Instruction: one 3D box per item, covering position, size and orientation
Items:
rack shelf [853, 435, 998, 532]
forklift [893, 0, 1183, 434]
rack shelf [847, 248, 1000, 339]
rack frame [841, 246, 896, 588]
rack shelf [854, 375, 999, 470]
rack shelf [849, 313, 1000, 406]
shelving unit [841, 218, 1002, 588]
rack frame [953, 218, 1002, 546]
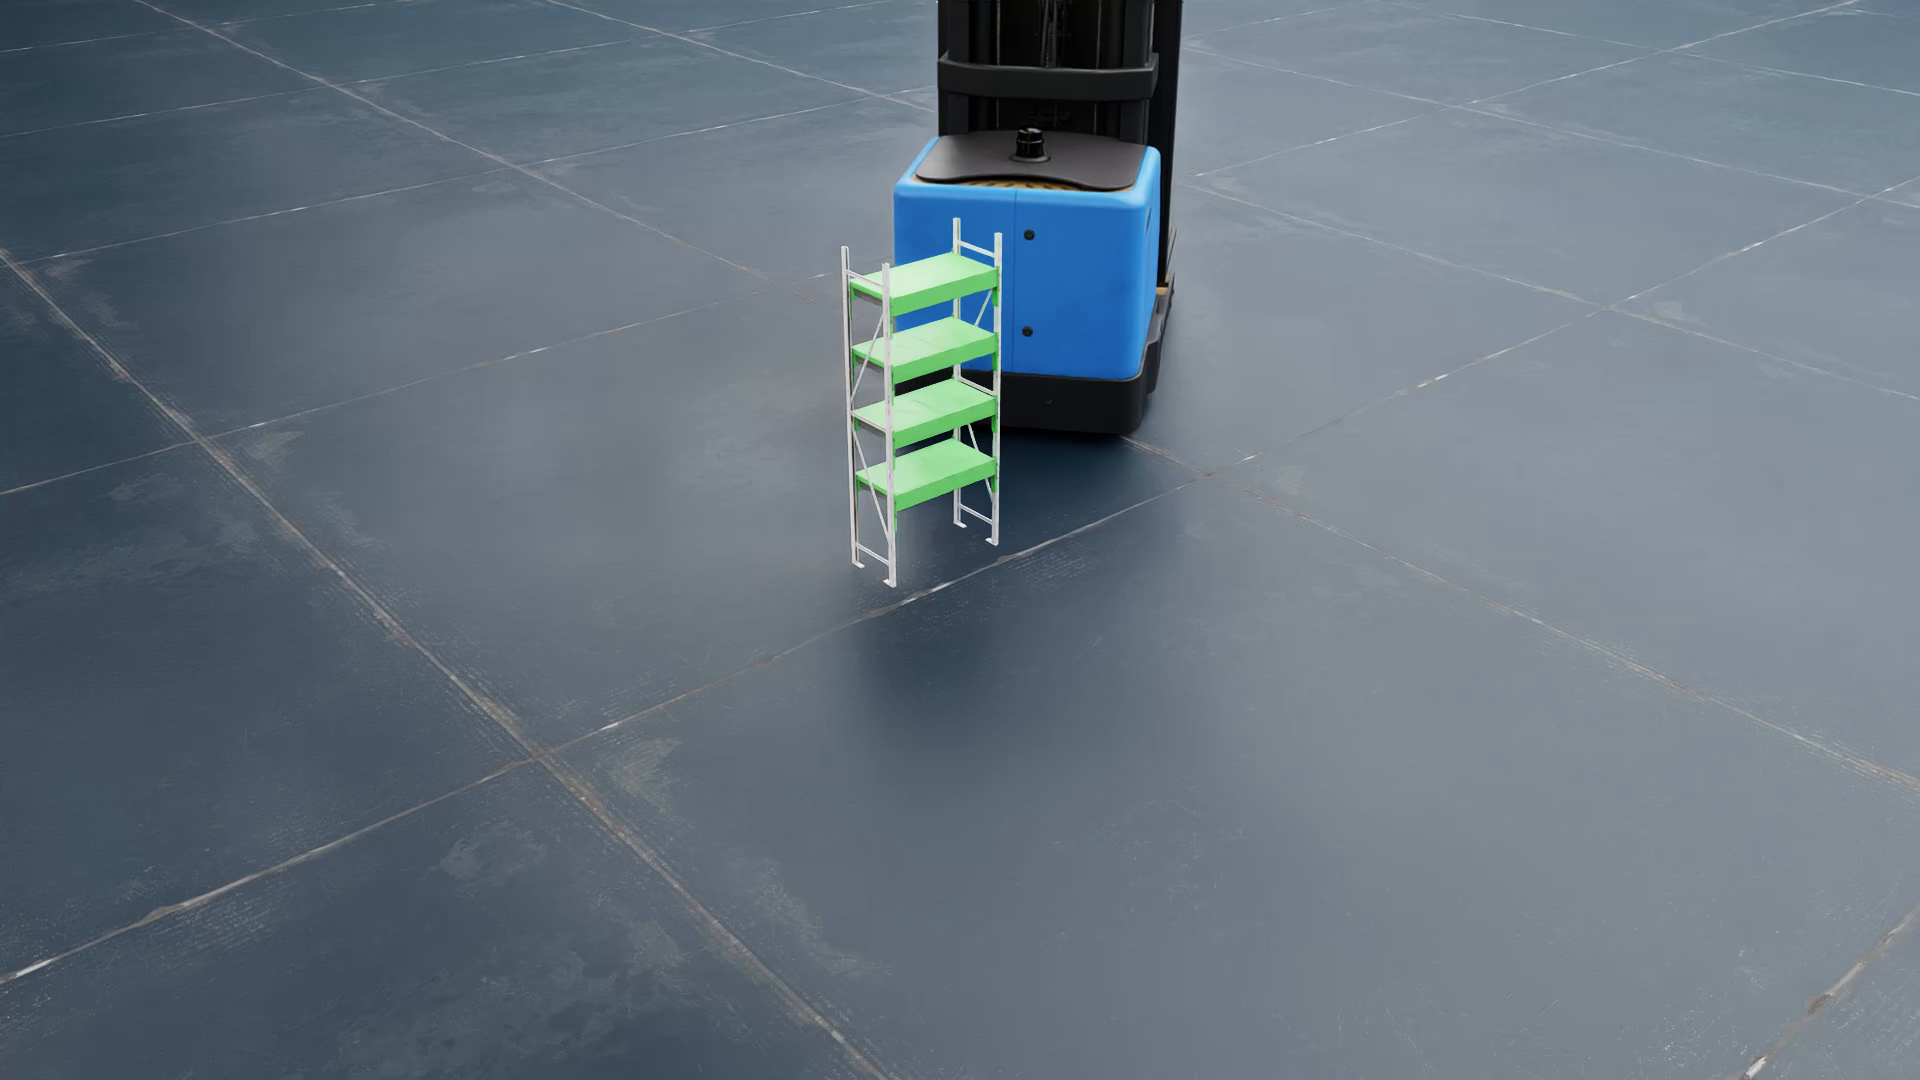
[{"bbox_3d":[-0.126,-0.211,6.016,0.480,0.148,0.258,-22,35,-35],"label":"rack shelf"},{"bbox_3d":[0.487,-2.407,7.644,1.130,2.935,3.031,5,29,9],"label":"forklift"},{"bbox_3d":[-0.126,-0.846,5.676,0.480,0.148,0.258,-22,35,-35],"label":"rack shelf"},{"bbox_3d":[-0.312,-0.404,5.733,0.015,1.200,0.240,-22,35,-35],"label":"rack frame"},{"bbox_3d":[-0.126,-0.422,5.903,0.480,0.148,0.258,-22,35,-35],"label":"rack shelf"},{"bbox_3d":[-0.126,-0.634,5.789,0.480,0.148,0.258,-22,35,-35],"label":"rack shelf"},{"bbox_3d":[-0.126,-0.479,5.872,0.503,1.200,0.258,-22,35,-35],"label":"shelving unit"},{"bbox_3d":[0.060,-0.553,6.012,0.015,1.200,0.240,-22,35,-35],"label":"rack frame"}]
